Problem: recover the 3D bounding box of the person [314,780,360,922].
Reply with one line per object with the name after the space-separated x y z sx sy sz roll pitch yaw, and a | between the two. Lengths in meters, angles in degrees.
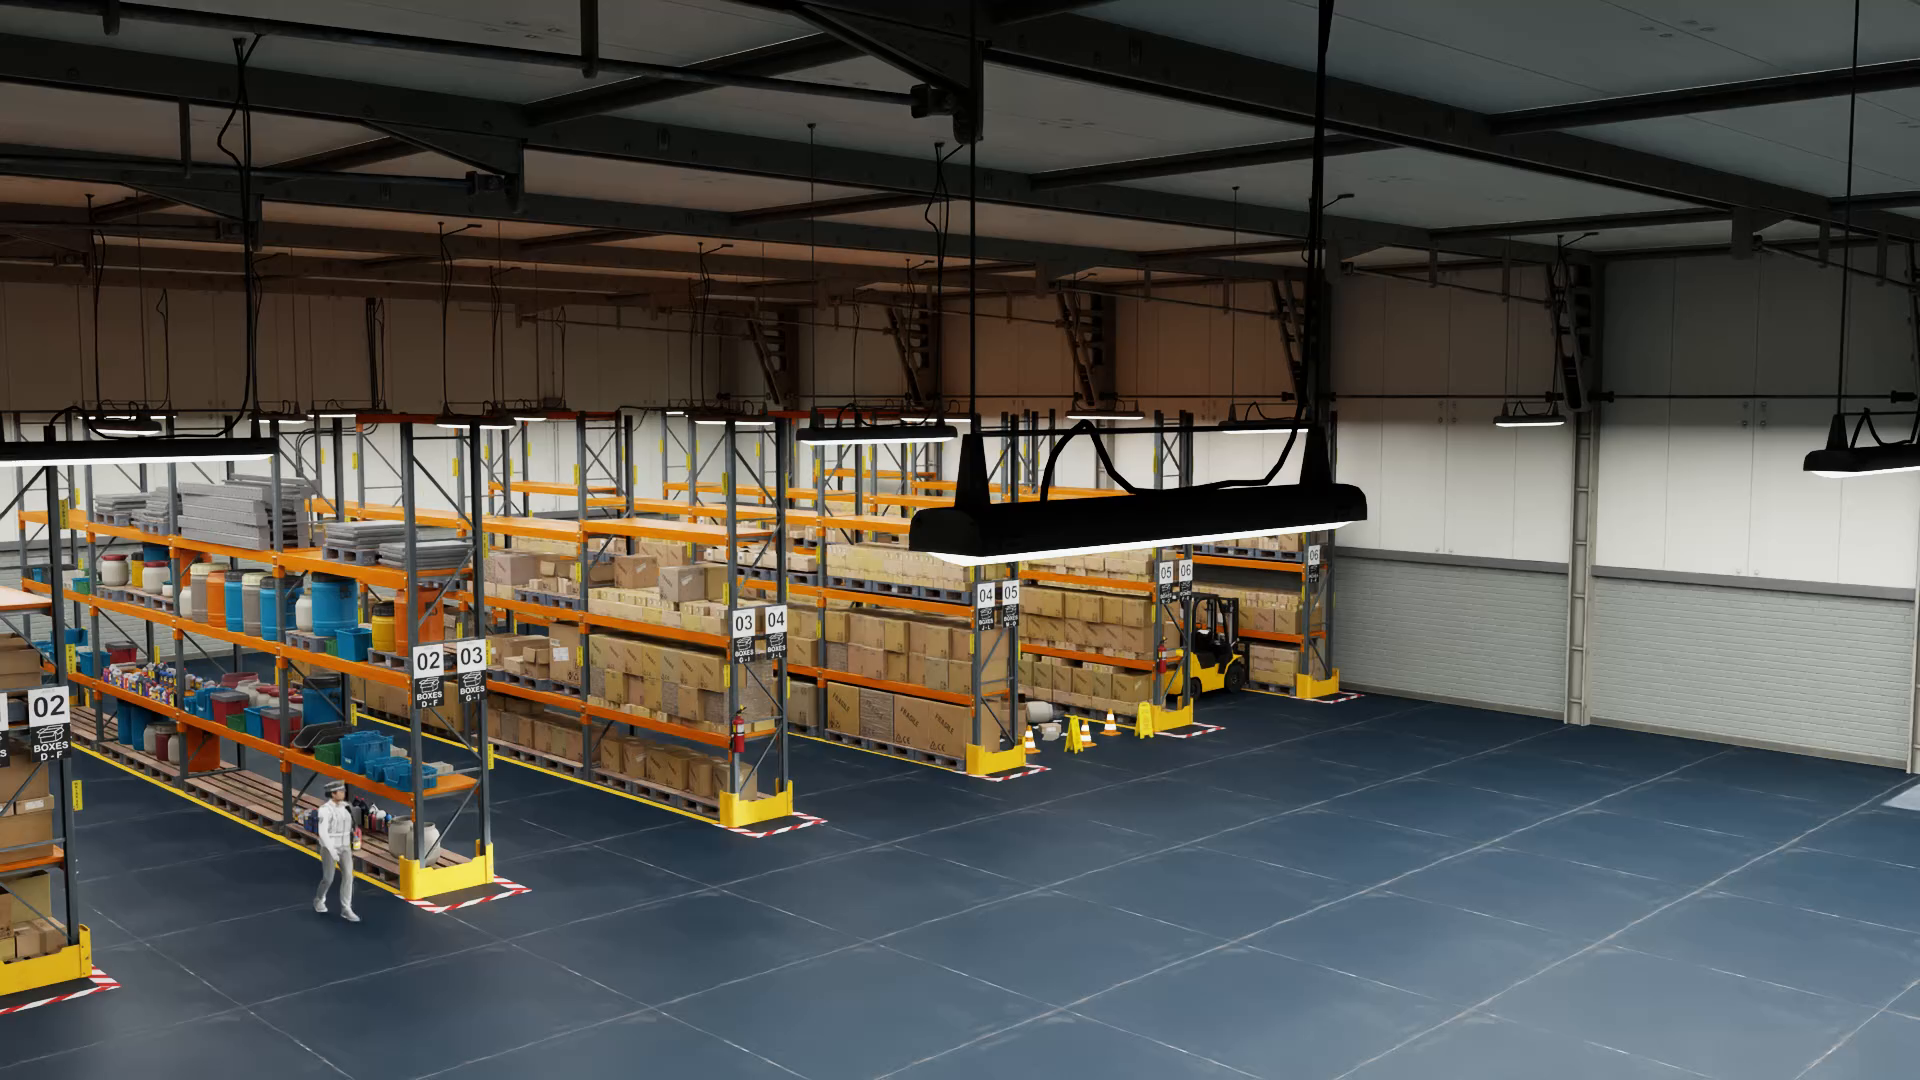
-7.564 3.761 20.248 0.746 1.671 0.550 2 6 26 | person
